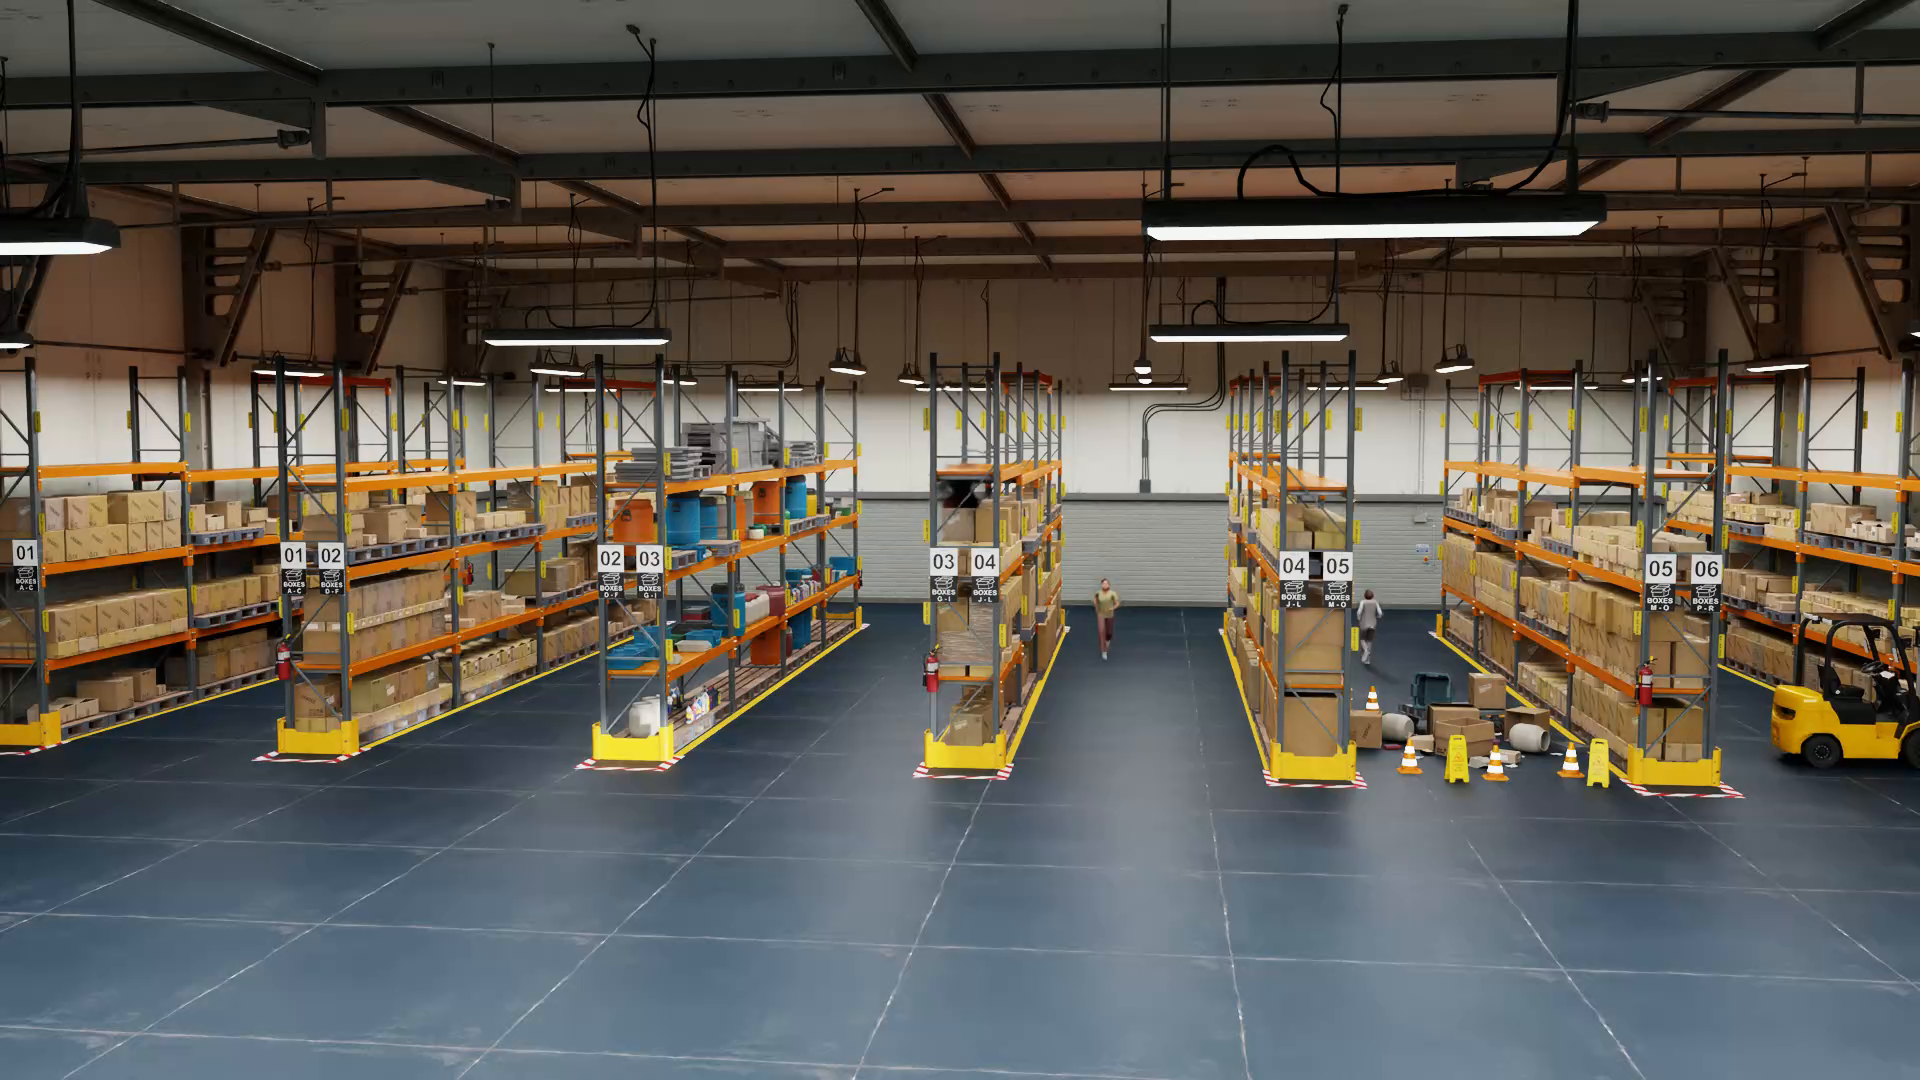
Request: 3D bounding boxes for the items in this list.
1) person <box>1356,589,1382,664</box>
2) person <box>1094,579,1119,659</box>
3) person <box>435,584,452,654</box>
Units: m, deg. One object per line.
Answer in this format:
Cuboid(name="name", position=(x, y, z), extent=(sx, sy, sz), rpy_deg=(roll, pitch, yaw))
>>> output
Cuboid(name="person", position=(8.455, 1.794, 34.424), extent=(0.553, 1.567, 0.534), rpy_deg=(0, 4, -1))
Cuboid(name="person", position=(3.145, 1.664, 35.717), extent=(0.547, 1.677, 1.114), rpy_deg=(0, 4, 4))
Cuboid(name="person", position=(-10.668, 1.705, 34.391), extent=(0.573, 1.691, 0.859), rpy_deg=(1, 4, 14))
